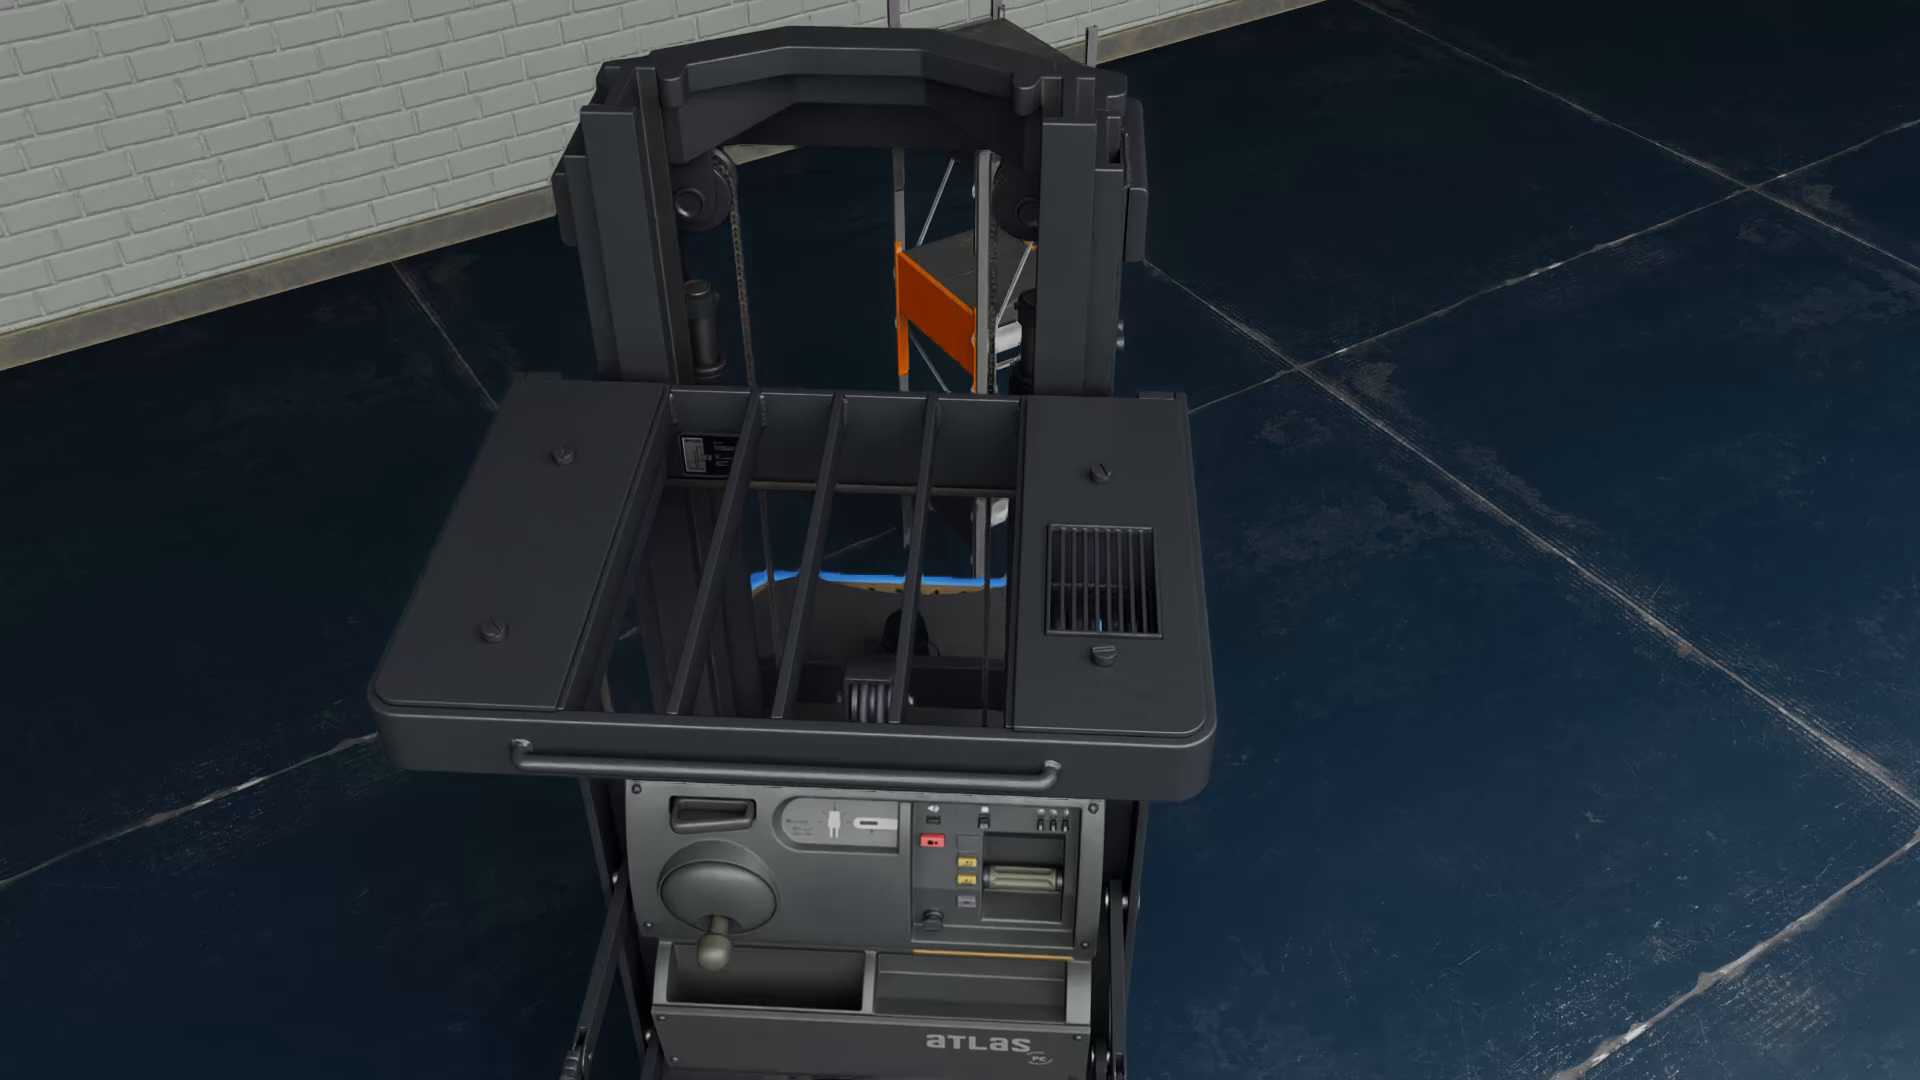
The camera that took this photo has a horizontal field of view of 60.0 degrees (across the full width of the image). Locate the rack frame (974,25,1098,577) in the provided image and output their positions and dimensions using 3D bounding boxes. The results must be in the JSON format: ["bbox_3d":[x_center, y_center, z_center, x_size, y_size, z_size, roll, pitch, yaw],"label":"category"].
[{"bbox_3d":[0.220,-0.586,5.313,0.400,2.100,0.015,-22,45,-24],"label":"rack frame"}]

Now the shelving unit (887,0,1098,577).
[{"bbox_3d":[0.089,-0.717,5.471,0.431,2.100,0.503,-22,45,-24],"label":"shelving unit"}]

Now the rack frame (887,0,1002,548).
[{"bbox_3d":[-0.042,-0.849,5.629,0.400,2.100,0.015,-22,45,-24],"label":"rack frame"}]

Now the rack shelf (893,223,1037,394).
[{"bbox_3d":[0.089,-0.707,5.479,0.431,0.518,0.480,-22,45,-24],"label":"rack shelf"}]

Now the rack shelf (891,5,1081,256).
[{"bbox_3d":[0.089,-1.245,5.031,0.431,0.518,0.480,-22,45,-24],"label":"rack shelf"}]

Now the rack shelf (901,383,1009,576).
[{"bbox_3d":[0.089,-0.169,5.927,0.431,0.518,0.480,-22,45,-24],"label":"rack shelf"}]

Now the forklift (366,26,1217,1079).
[{"bbox_3d":[-0.196,0.730,3.085,1.130,2.935,3.031,2,40,2],"label":"forklift"}]
